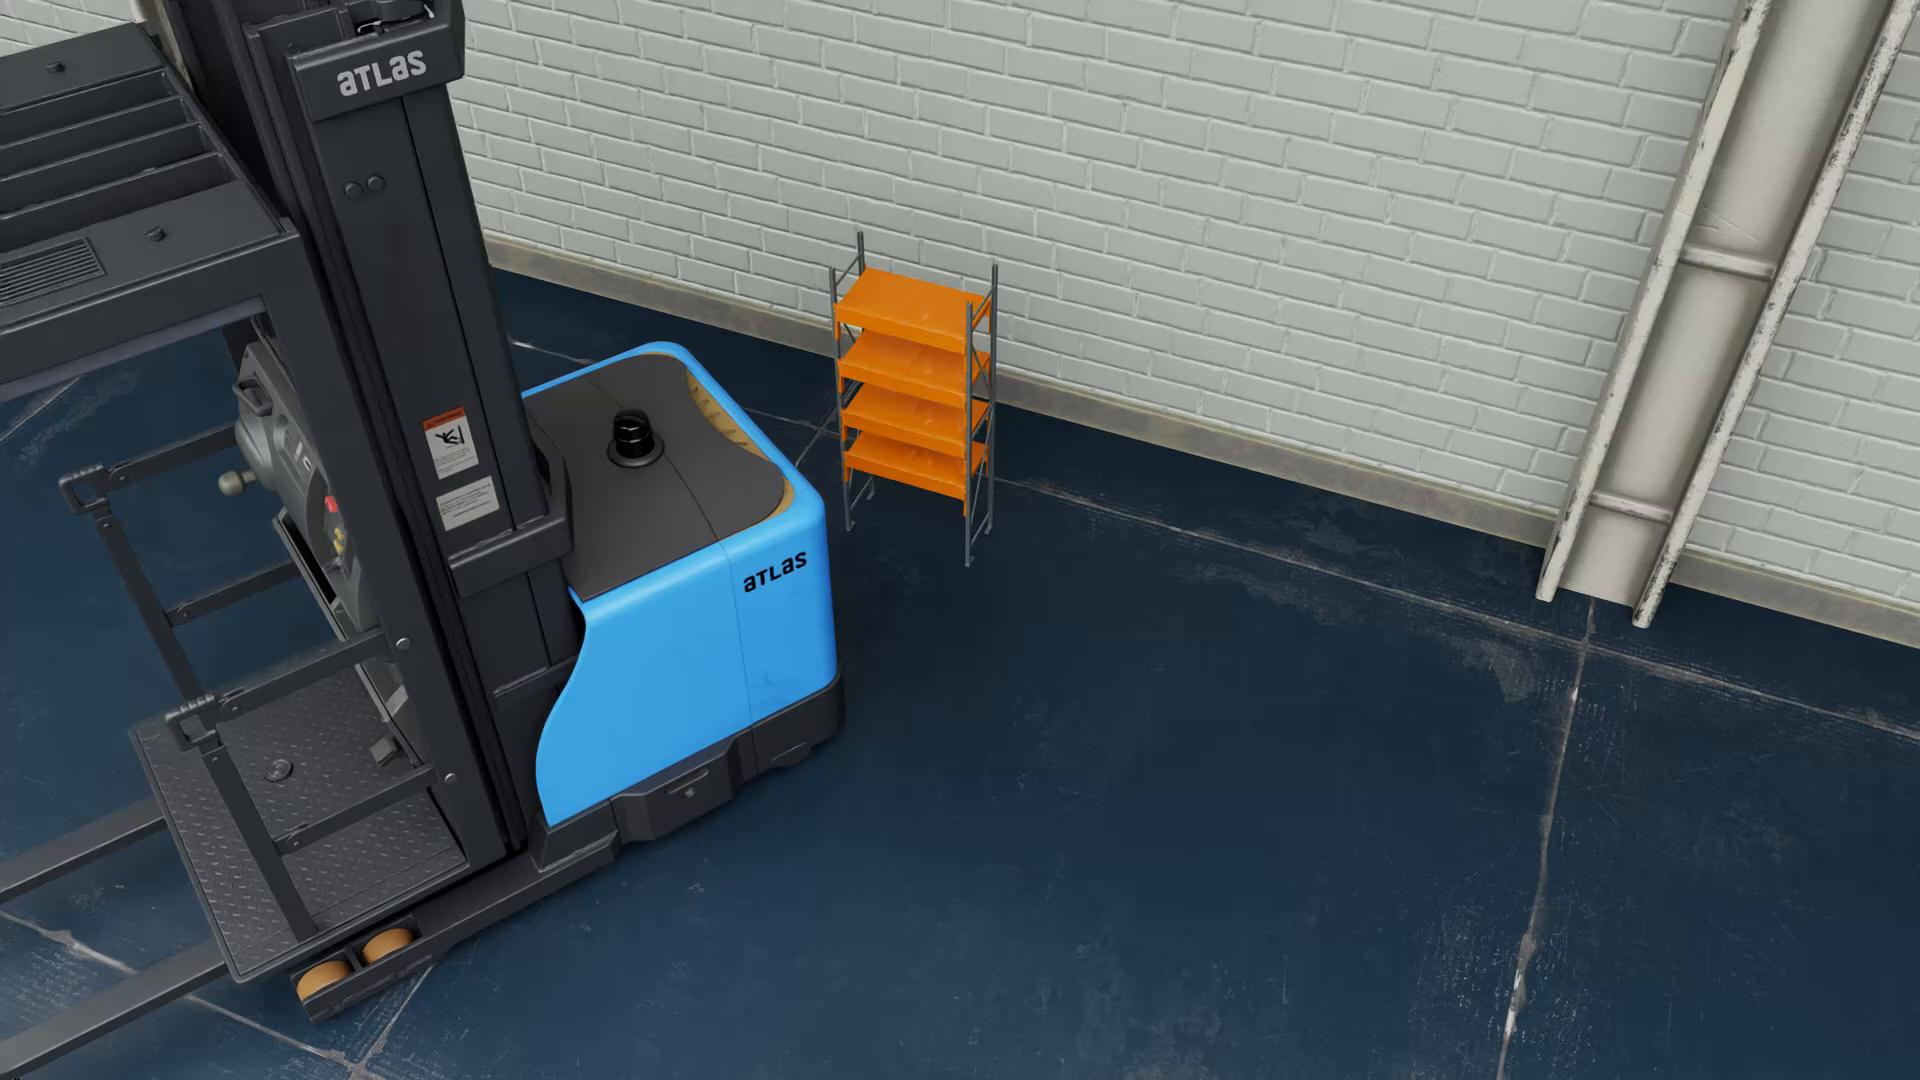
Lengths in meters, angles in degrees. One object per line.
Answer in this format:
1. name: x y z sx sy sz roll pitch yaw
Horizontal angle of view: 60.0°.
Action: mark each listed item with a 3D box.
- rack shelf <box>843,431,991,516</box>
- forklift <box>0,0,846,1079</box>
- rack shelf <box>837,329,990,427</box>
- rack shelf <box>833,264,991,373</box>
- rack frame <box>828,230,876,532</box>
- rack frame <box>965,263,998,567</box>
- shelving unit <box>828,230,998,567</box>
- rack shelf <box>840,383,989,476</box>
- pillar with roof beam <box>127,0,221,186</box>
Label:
1. rack shelf: -0.153 -0.282 6.059 0.480 0.148 0.258 16 47 16
2. forklift: -1.885 -0.079 4.251 3.031 2.935 1.130 -26 50 -24
3. rack shelf: -0.153 -0.581 5.762 0.480 0.148 0.258 16 47 16
4. rack shelf: -0.153 -0.749 5.595 0.480 0.148 0.258 16 47 16
5. rack frame: -0.378 -0.537 5.939 0.015 1.200 0.240 16 47 16
6. rack frame: 0.072 -0.404 5.805 0.015 1.200 0.240 16 47 16
7. shelving unit: -0.153 -0.470 5.872 0.503 1.200 0.258 16 47 16
8. rack shelf: -0.153 -0.423 5.919 0.480 0.148 0.258 16 47 16
9. pillar with roof beam: -4.864 -1.853 1.732 0.400 9.000 9.100 16 47 16
